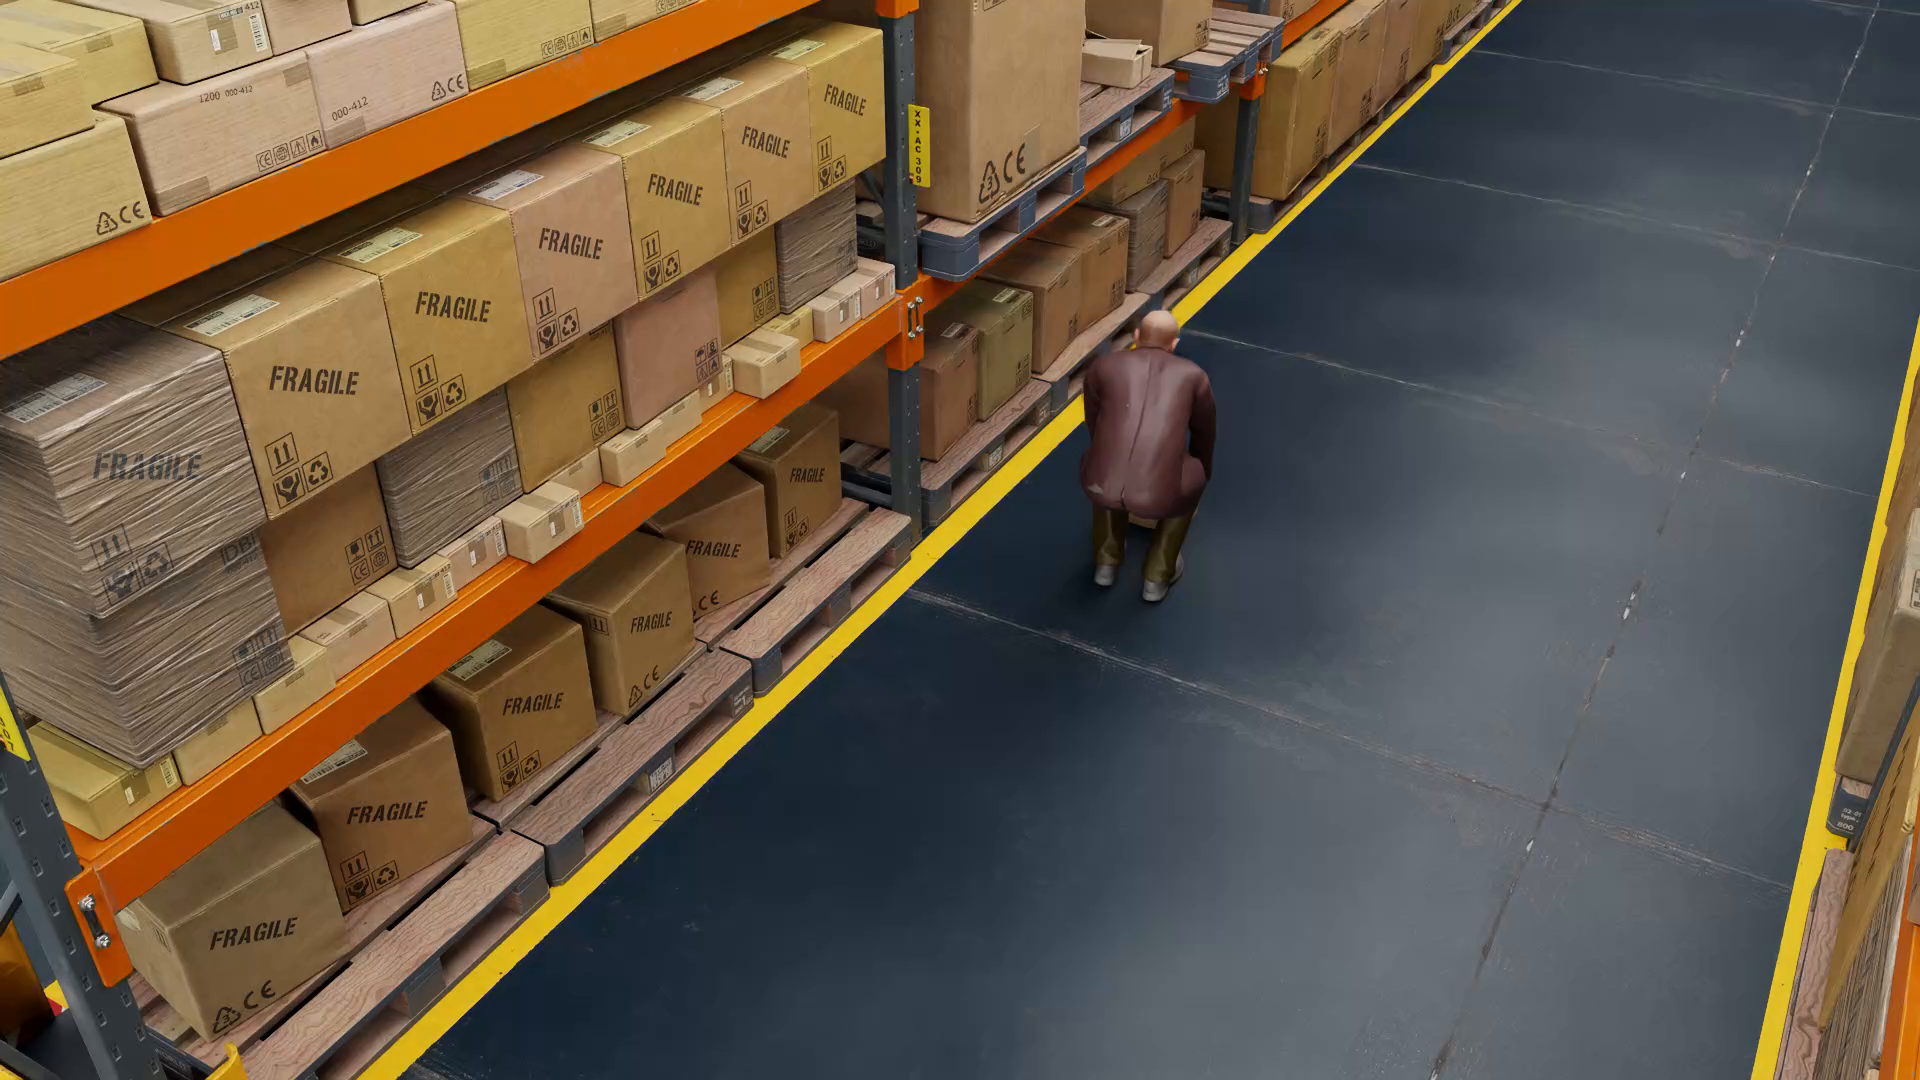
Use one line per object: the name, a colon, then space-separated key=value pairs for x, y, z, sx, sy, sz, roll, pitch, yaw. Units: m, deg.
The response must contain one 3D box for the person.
person: x=0.792 y=-0.349 z=7.285 sx=0.619 sy=1.107 sz=0.853 roll=12 pitch=35 yaw=17
